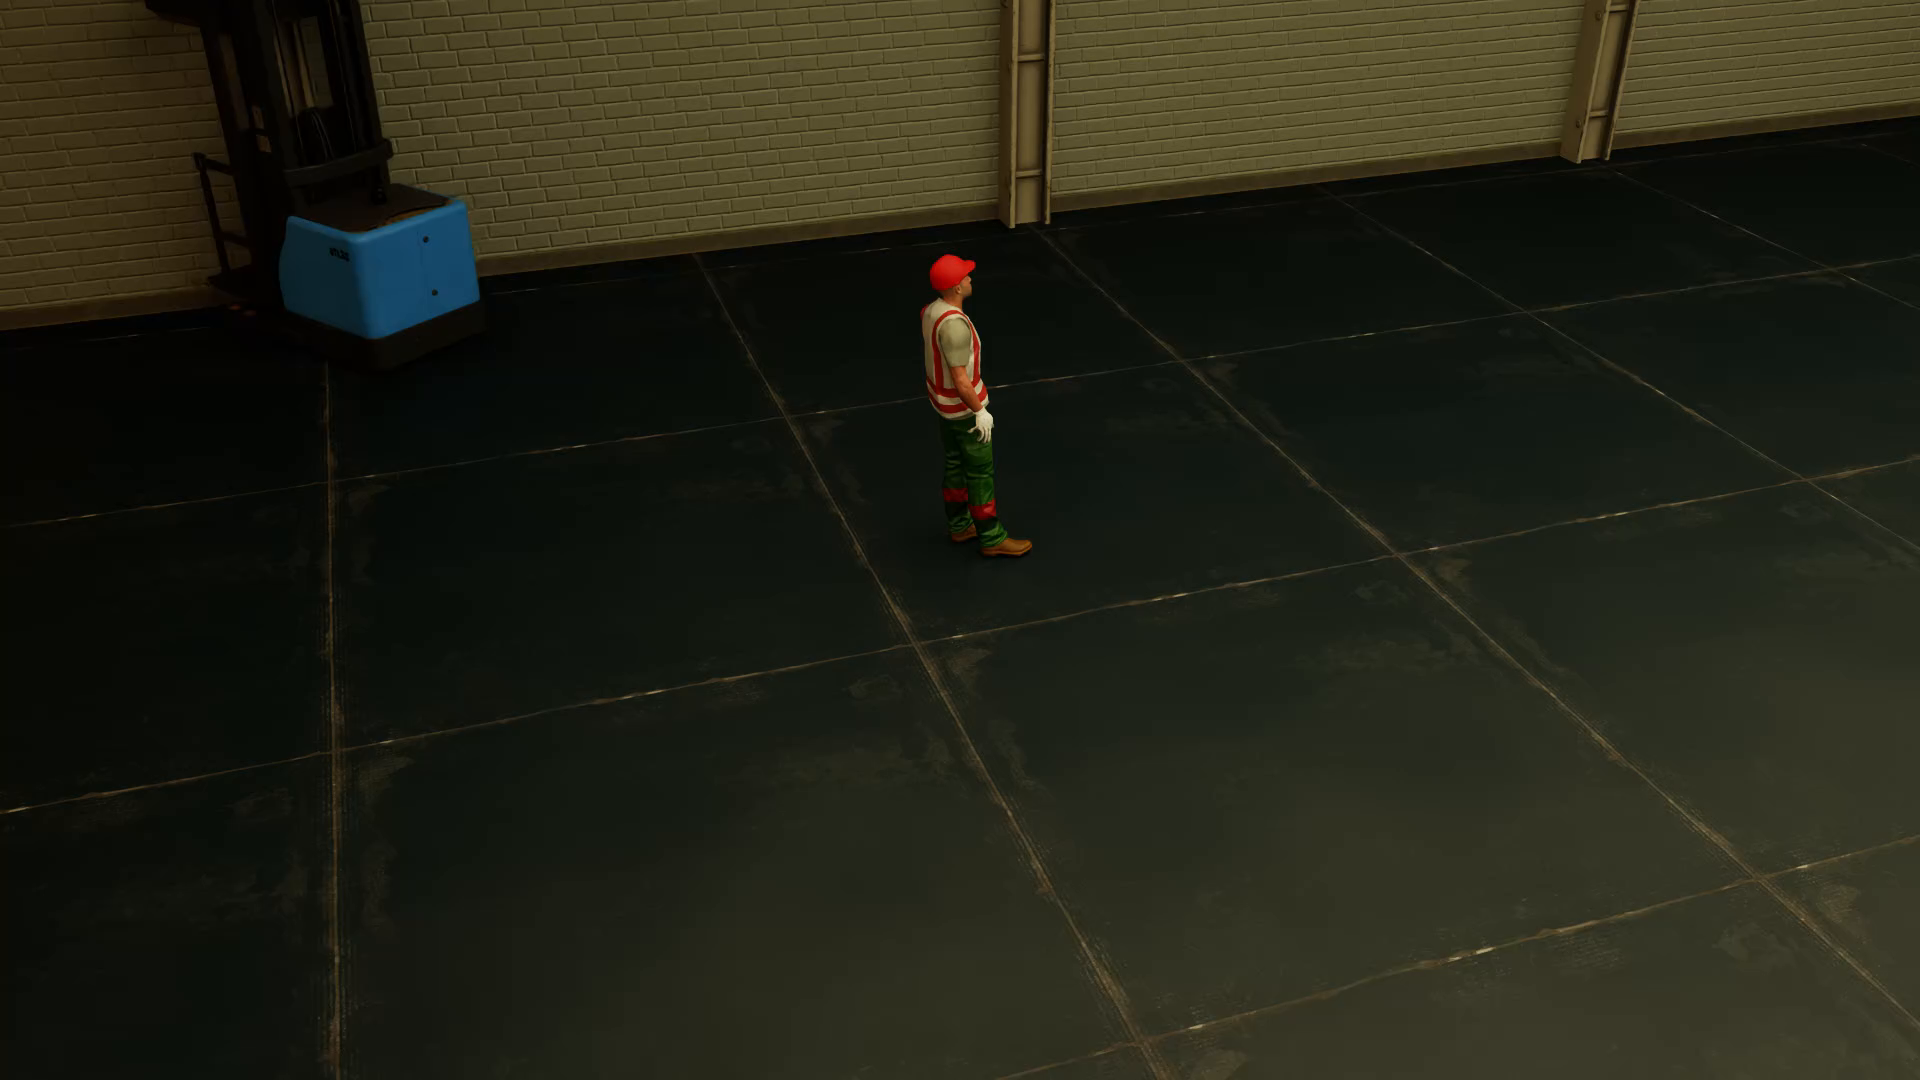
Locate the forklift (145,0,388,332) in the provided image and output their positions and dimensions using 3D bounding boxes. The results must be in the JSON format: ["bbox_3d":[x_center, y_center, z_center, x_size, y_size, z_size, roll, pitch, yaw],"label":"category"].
[{"bbox_3d":[-5.100,-3.065,12.414,3.031,2.935,1.121,20,35,30],"label":"forklift"}]

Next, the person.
[{"bbox_3d":[0.013,-0.779,9.568,0.424,1.687,0.637,-10,31,-16],"label":"person"}]
